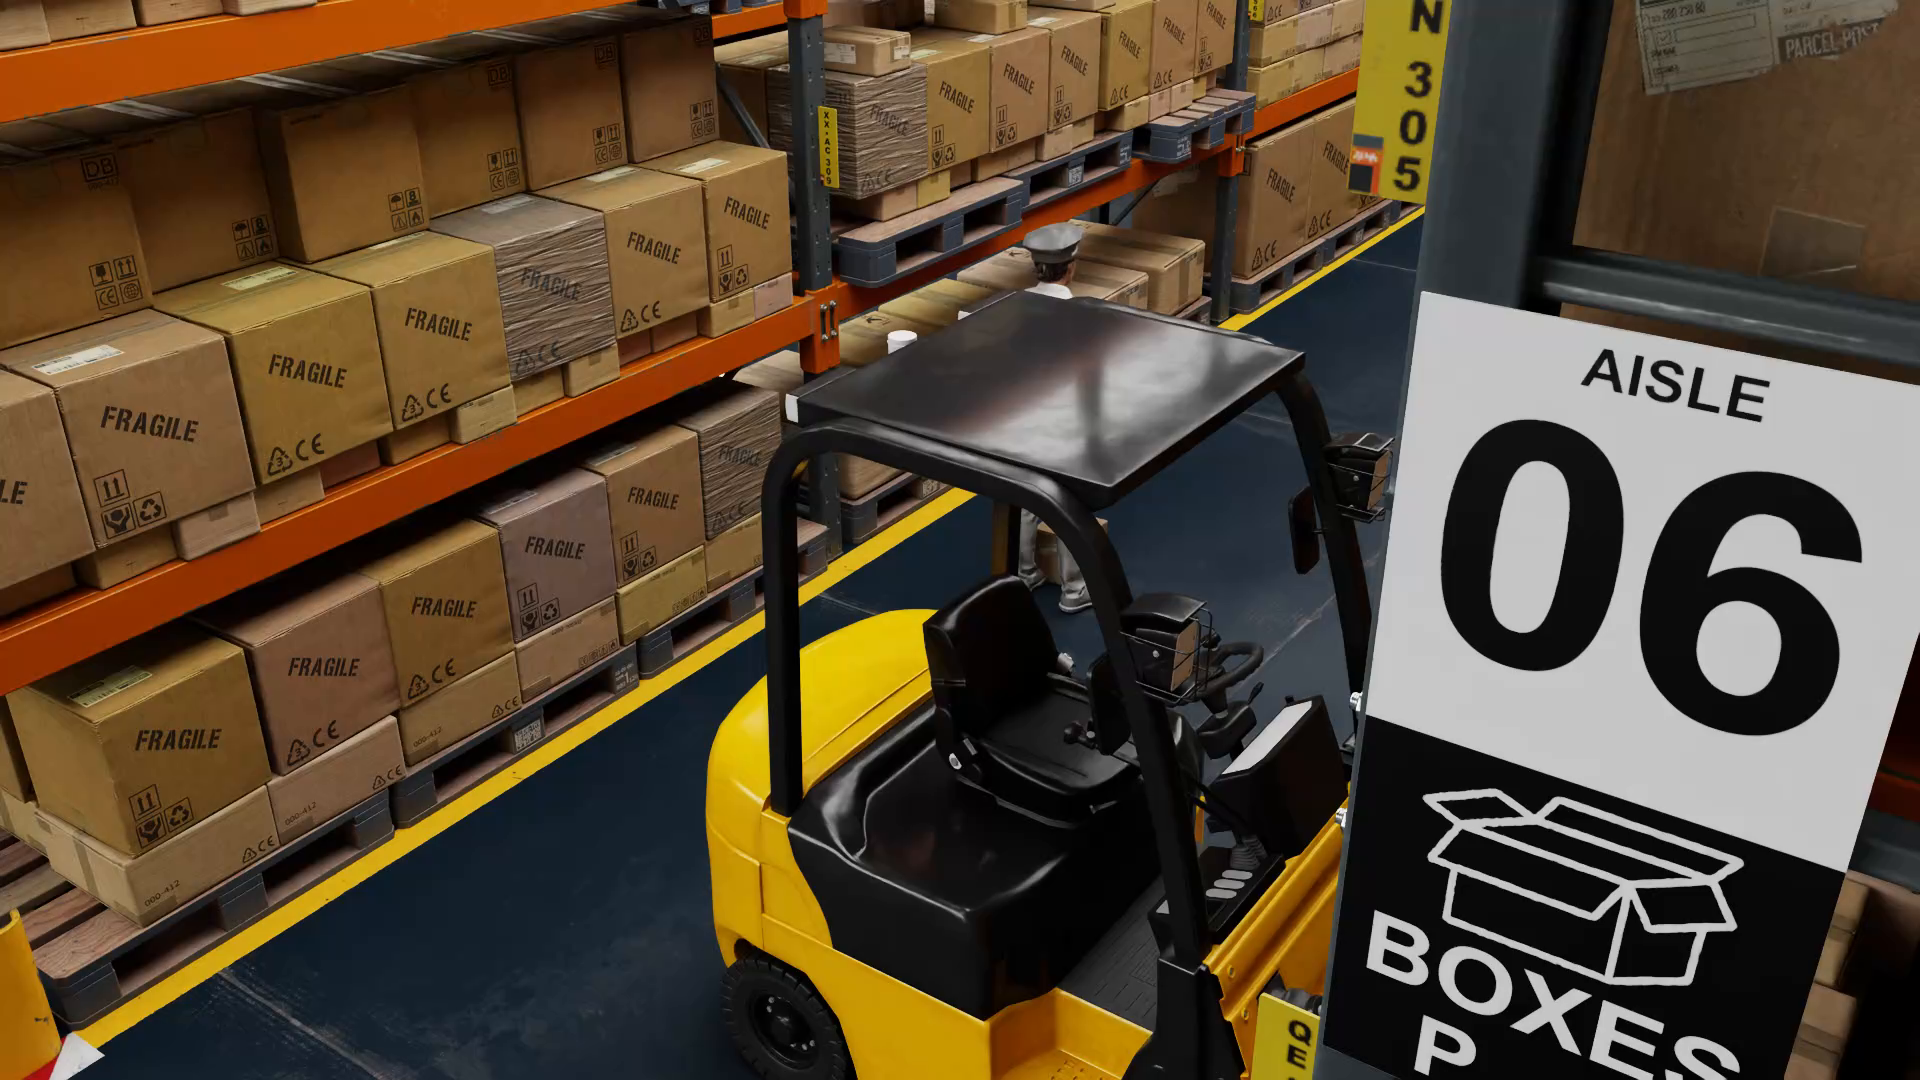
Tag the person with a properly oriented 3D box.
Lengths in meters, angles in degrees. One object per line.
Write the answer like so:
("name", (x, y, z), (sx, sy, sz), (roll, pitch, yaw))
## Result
("person", (0.377, -0.497, 7.083), (0.545, 1.666, 0.371), (16, 31, 28))
